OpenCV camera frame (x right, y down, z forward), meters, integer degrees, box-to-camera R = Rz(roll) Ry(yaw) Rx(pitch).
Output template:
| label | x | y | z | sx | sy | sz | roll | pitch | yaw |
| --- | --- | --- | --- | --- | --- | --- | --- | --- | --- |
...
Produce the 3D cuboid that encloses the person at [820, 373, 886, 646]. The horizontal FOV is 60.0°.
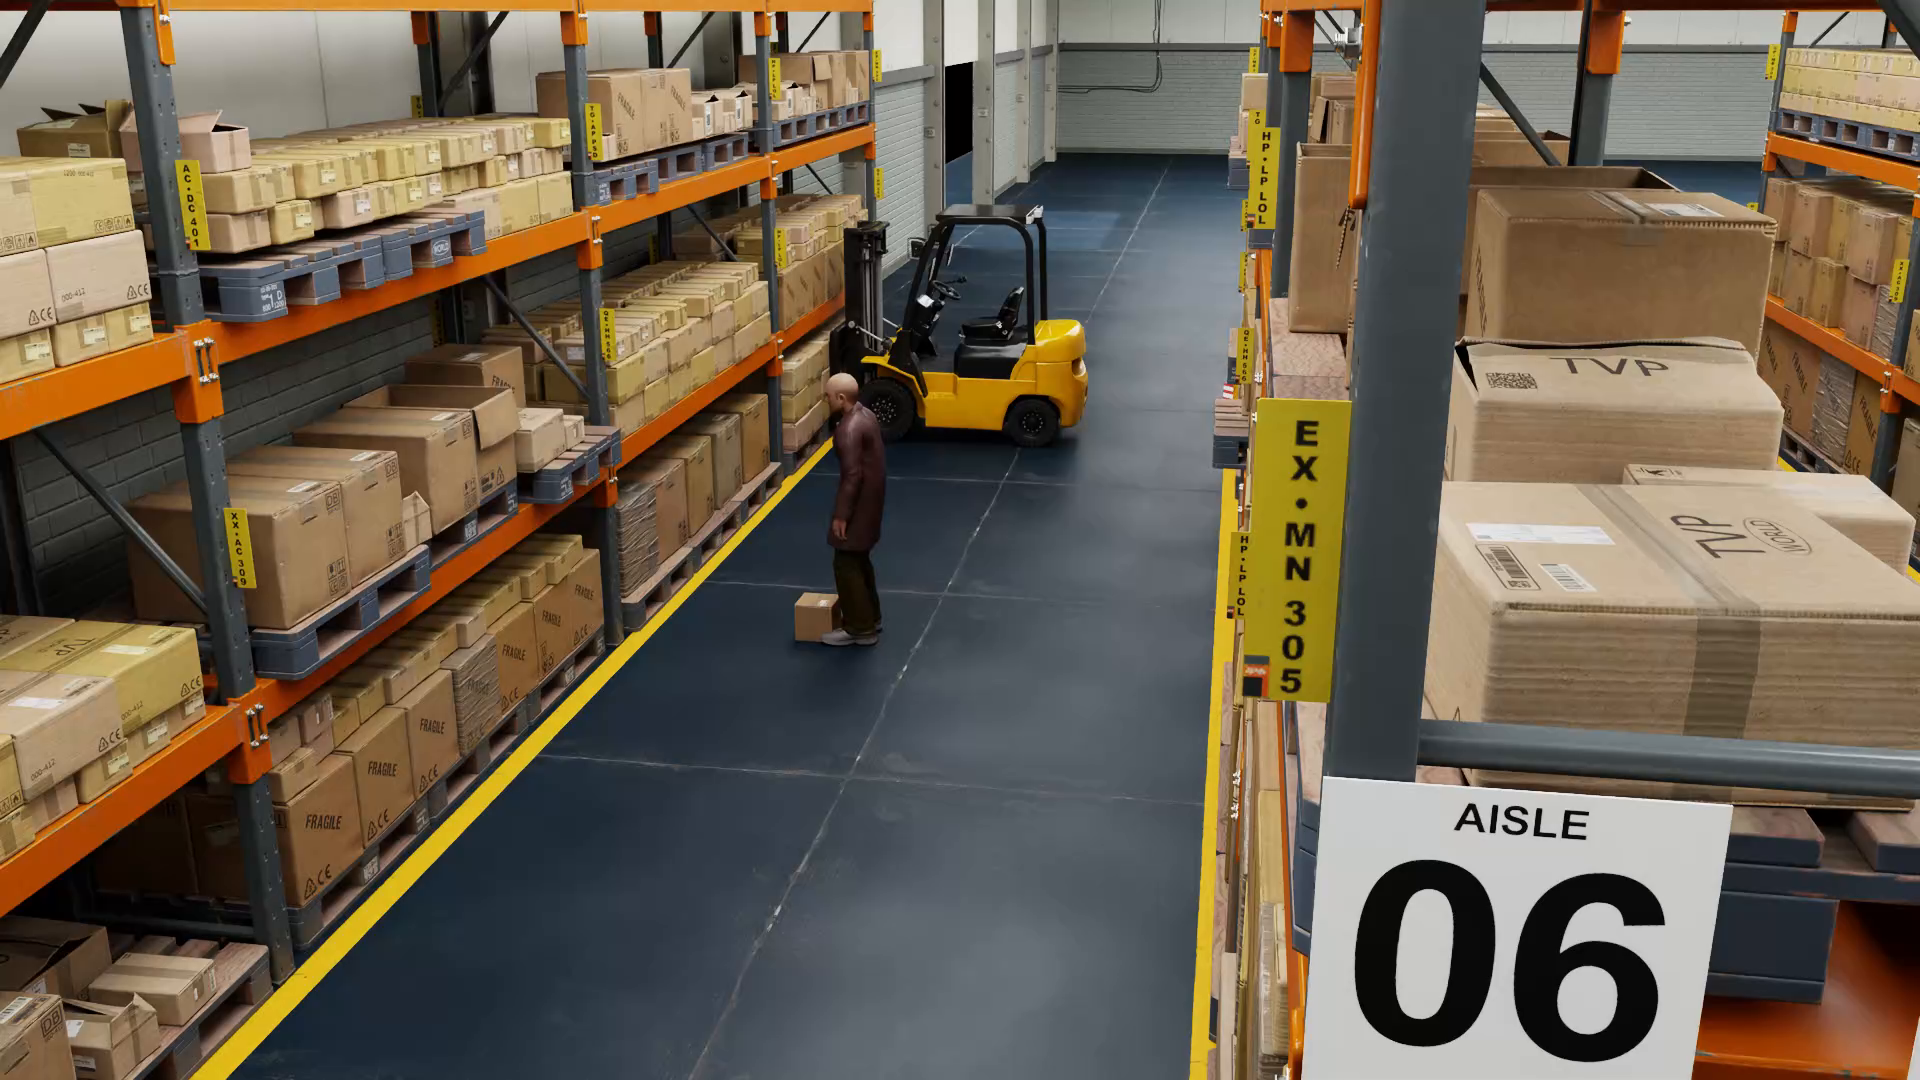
| label | x | y | z | sx | sy | sz | roll | pitch | yaw |
| --- | --- | --- | --- | --- | --- | --- | --- | --- | --- |
| person | -0.688 | -0.206 | 10.727 | 0.428 | 1.773 | 0.641 | 3 | 18 | 9 |
